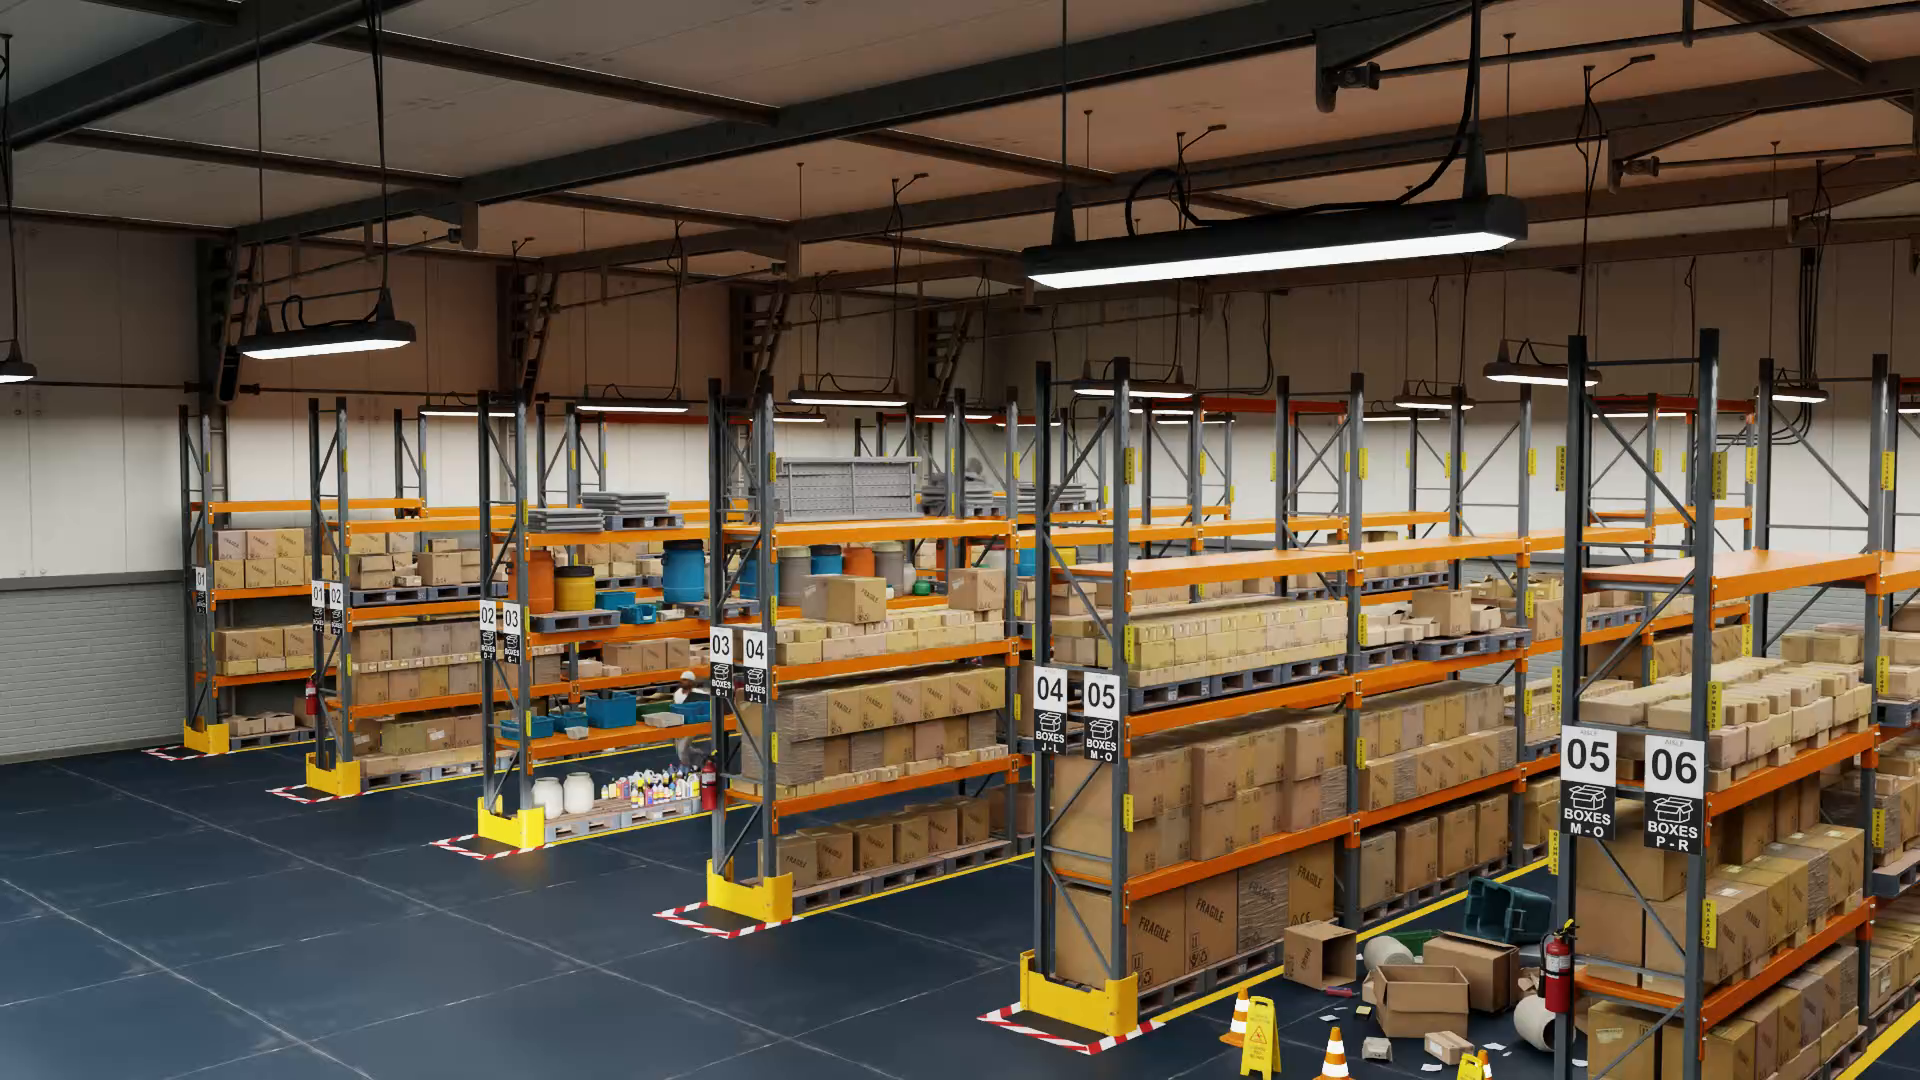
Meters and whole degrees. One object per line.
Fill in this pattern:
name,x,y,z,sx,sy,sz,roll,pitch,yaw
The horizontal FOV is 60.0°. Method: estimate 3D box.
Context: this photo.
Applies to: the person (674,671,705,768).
person,-4.249,2.935,26.231,0.708,1.749,0.727,2,4,33
